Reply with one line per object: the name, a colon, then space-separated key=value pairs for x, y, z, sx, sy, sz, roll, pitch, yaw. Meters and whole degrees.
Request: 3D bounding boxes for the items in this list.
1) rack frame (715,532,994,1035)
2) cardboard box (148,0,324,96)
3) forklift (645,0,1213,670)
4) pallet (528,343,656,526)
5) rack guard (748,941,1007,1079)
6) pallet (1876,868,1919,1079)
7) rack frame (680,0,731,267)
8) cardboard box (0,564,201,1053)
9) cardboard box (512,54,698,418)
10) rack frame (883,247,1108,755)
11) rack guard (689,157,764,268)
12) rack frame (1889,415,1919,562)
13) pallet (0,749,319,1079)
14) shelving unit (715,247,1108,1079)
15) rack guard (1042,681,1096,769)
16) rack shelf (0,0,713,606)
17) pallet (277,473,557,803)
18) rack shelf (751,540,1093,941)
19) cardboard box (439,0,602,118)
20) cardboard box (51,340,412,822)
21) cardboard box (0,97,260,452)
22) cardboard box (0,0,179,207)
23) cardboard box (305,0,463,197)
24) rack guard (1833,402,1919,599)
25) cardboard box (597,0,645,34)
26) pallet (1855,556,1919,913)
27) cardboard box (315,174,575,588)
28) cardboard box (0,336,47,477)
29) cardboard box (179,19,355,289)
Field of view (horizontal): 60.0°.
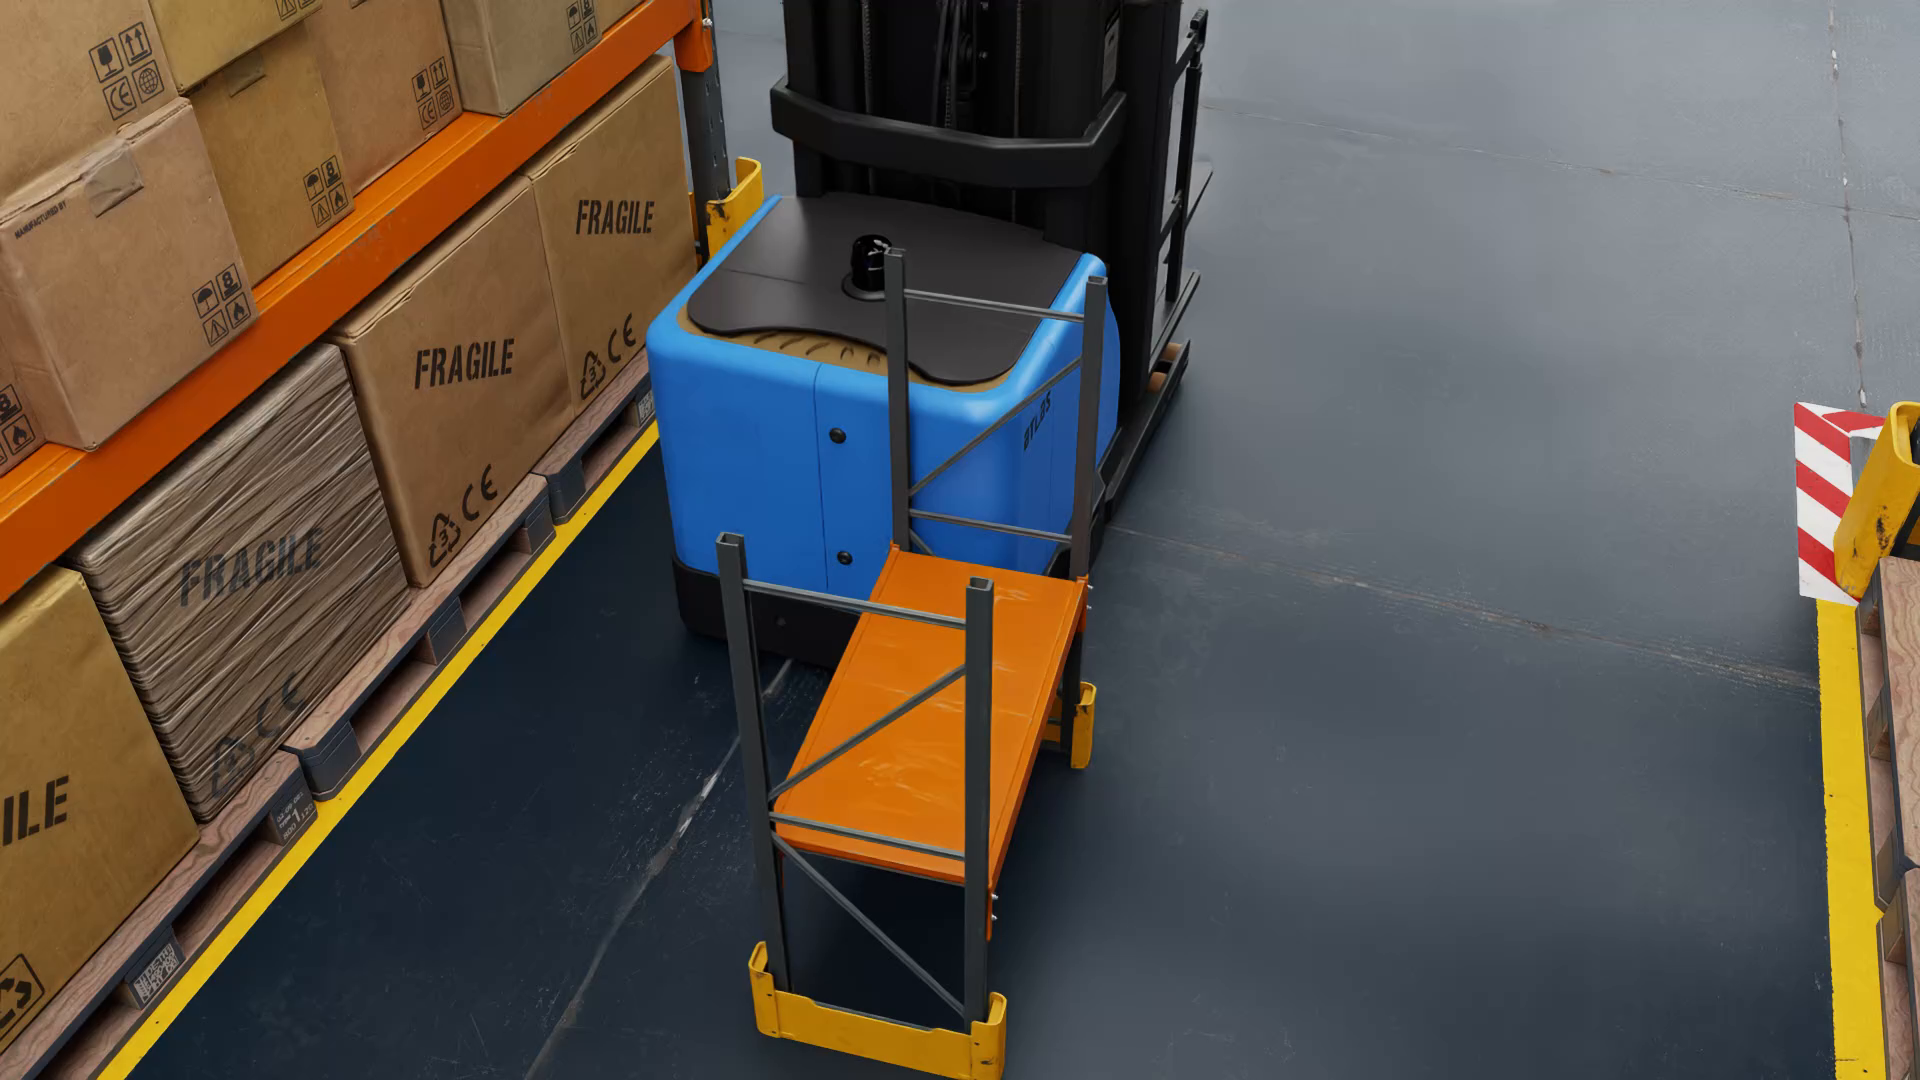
rack frame: x=-0.187 y=0.606 z=3.384 sx=0.500 sy=1.500 sz=0.032 roll=10 pitch=41 yaw=11
cardboard box: x=-1.968 y=-1.392 z=3.622 sx=0.875 sy=0.550 sz=0.500 roll=13 pitch=42 yaw=15
forklift: x=0.167 y=-1.616 z=4.886 sx=1.130 sy=2.935 sz=3.031 roll=14 pitch=42 yaw=15
pallet: x=-1.525 y=-0.595 z=5.785 sx=1.003 sy=0.211 sz=1.213 roll=13 pitch=42 yaw=15
rack guard: x=-0.187 y=1.081 z=3.790 sx=0.587 sy=0.250 sz=0.087 roll=10 pitch=41 yaw=11
pallet: x=2.545 y=1.338 z=3.519 sx=1.003 sy=0.211 sz=1.213 roll=13 pitch=42 yaw=15
rack frame: x=-1.326 y=-2.161 z=5.472 sx=1.000 sy=3.000 sz=0.127 roll=13 pitch=42 yaw=15
cardboard box: x=-2.413 y=0.559 z=3.597 sx=0.875 sy=0.875 sz=0.875 roll=14 pitch=42 yaw=16
cardboard box: x=-1.495 y=-1.084 z=5.523 sx=0.875 sy=0.875 sz=0.875 roll=14 pitch=42 yaw=15
rack frame: x=0.076 y=-0.031 z=4.131 sx=0.500 sy=1.500 sz=0.032 roll=10 pitch=41 yaw=11
rack guard: x=-1.317 y=-1.225 z=6.300 sx=1.175 sy=0.500 sz=0.348 roll=13 pitch=42 yaw=15
rack frame: x=3.301 y=-0.998 z=4.109 sx=1.000 sy=3.000 sz=0.127 roll=13 pitch=42 yaw=15
pallet: x=-2.360 y=0.893 z=4.040 sx=1.003 sy=0.211 sz=1.213 roll=13 pitch=42 yaw=15
shelving unit: x=-0.058 y=0.293 z=3.751 sx=0.587 sy=1.500 sz=1.083 roll=10 pitch=41 yaw=11
rack guard: x=0.071 y=0.456 z=4.522 sx=0.587 sy=0.250 sz=0.087 roll=10 pitch=41 yaw=11
rack shelf: x=-2.009 y=-0.667 z=4.275 sx=1.077 sy=0.370 sz=4.000 roll=13 pitch=42 yaw=15
pallet: x=-1.944 y=0.147 z=4.916 sx=1.003 sy=0.211 sz=1.213 roll=13 pitch=42 yaw=15
rack shelf: x=-0.056 y=0.424 z=3.874 sx=0.538 sy=0.185 sz=1.000 roll=10 pitch=41 yaw=11
cardboard box: x=-1.577 y=-1.641 z=4.747 sx=0.875 sy=0.550 sz=0.550 roll=13 pitch=42 yaw=15
cardboard box: x=-2.108 y=0.009 z=4.242 sx=0.875 sy=0.875 sz=0.875 roll=14 pitch=42 yaw=15
cardboard box: x=-2.116 y=-0.650 z=3.585 sx=0.875 sy=0.550 sz=0.550 roll=13 pitch=42 yaw=15
cardboard box: x=-2.142 y=-1.067 z=3.241 sx=0.875 sy=0.550 sz=0.550 roll=13 pitch=42 yaw=15
cardboard box: x=-1.887 y=-1.328 z=4.379 sx=0.875 sy=0.550 sz=0.550 roll=13 pitch=42 yaw=15
rack guard: x=3.275 y=-0.001 z=4.866 sx=1.175 sy=0.500 sz=0.348 roll=13 pitch=42 yaw=15
cardboard box: x=-1.410 y=-1.982 z=5.146 sx=0.875 sy=0.550 sz=0.550 roll=13 pitch=42 yaw=15
pallet: x=2.964 y=0.596 z=4.388 sx=1.003 sy=0.211 sz=1.213 roll=13 pitch=42 yaw=15
cardboard box: x=-1.794 y=-0.547 z=4.893 sx=0.875 sy=0.875 sz=0.875 roll=13 pitch=42 yaw=14
cardboard box: x=-2.412 y=-0.346 z=3.229 sx=0.875 sy=0.550 sz=0.550 roll=13 pitch=42 yaw=15
cardboard box: x=-2.029 y=-0.995 z=3.990 sx=0.875 sy=0.550 sz=0.500 roll=13 pitch=42 yaw=15
